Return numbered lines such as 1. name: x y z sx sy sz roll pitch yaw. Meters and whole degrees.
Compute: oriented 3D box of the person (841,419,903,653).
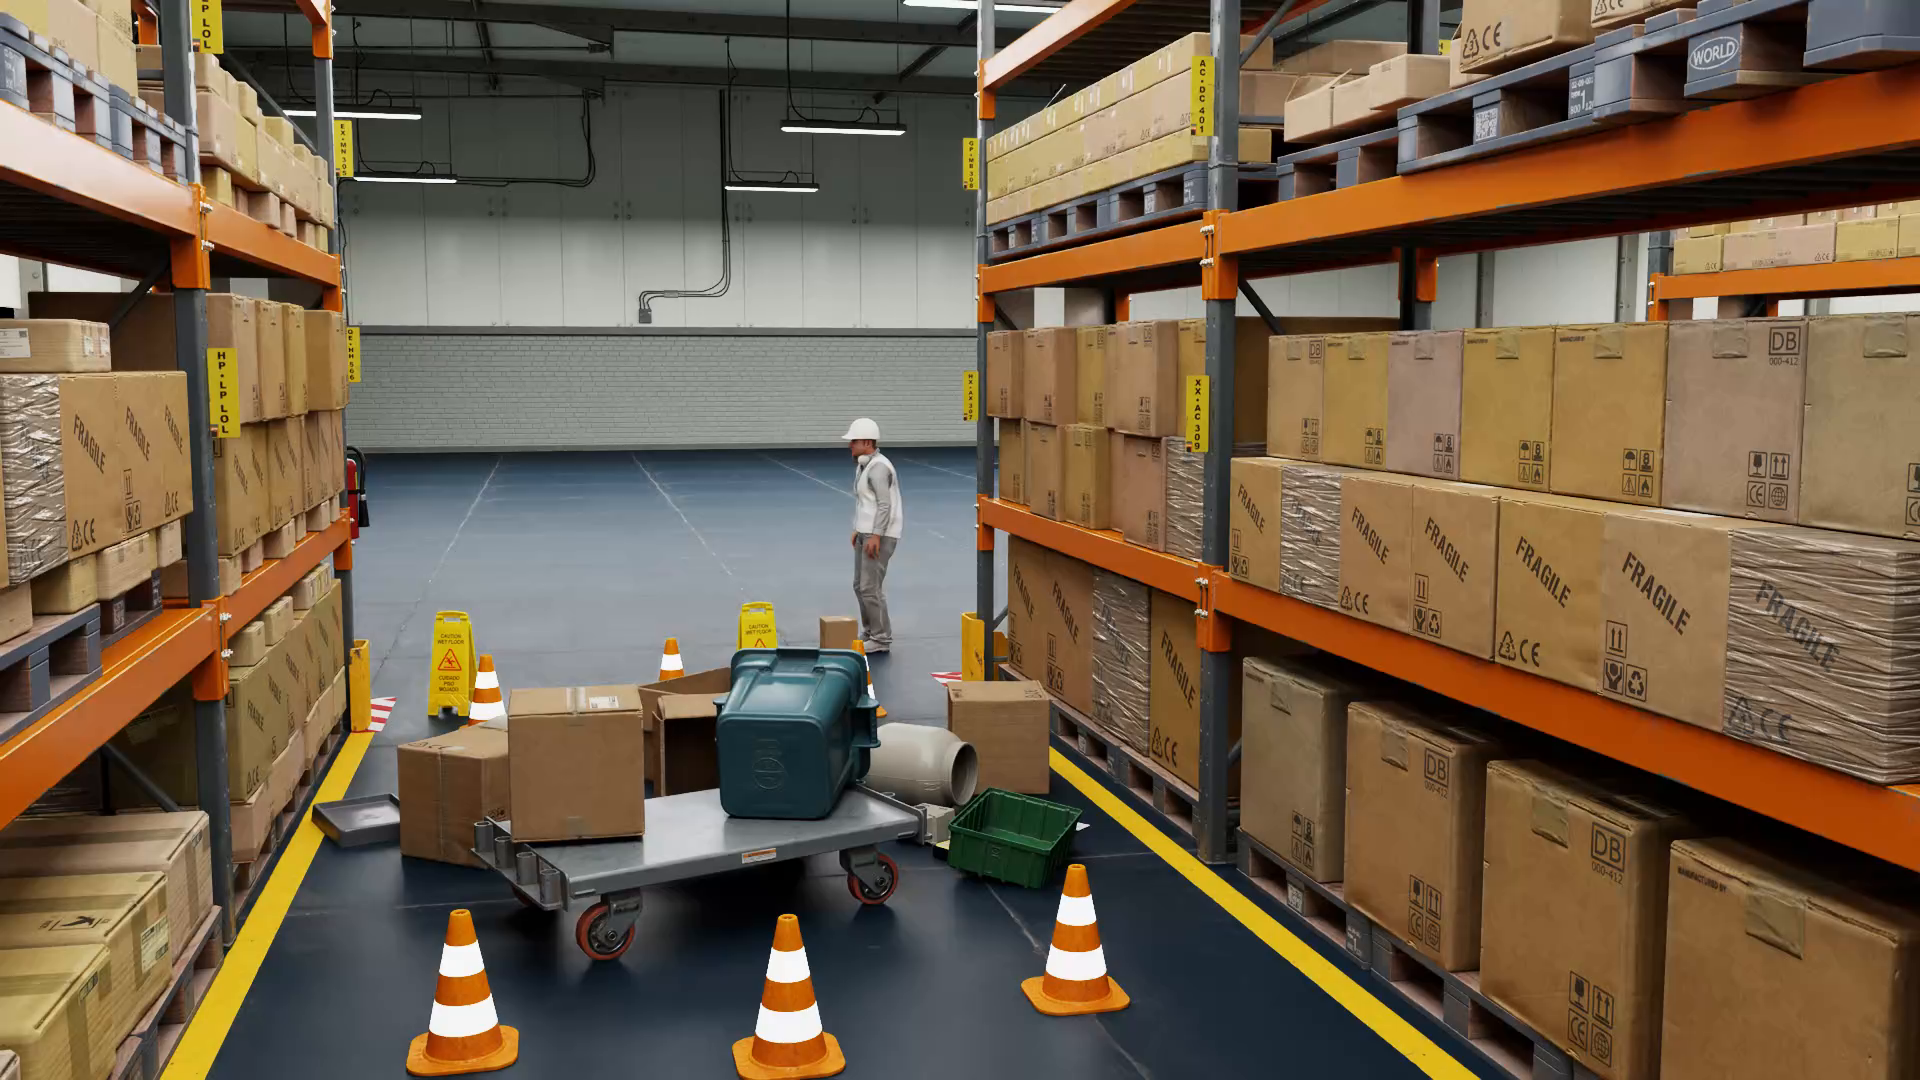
1. person: -0.676 -0.040 12.685 0.458 1.773 0.591 -2 6 -16
